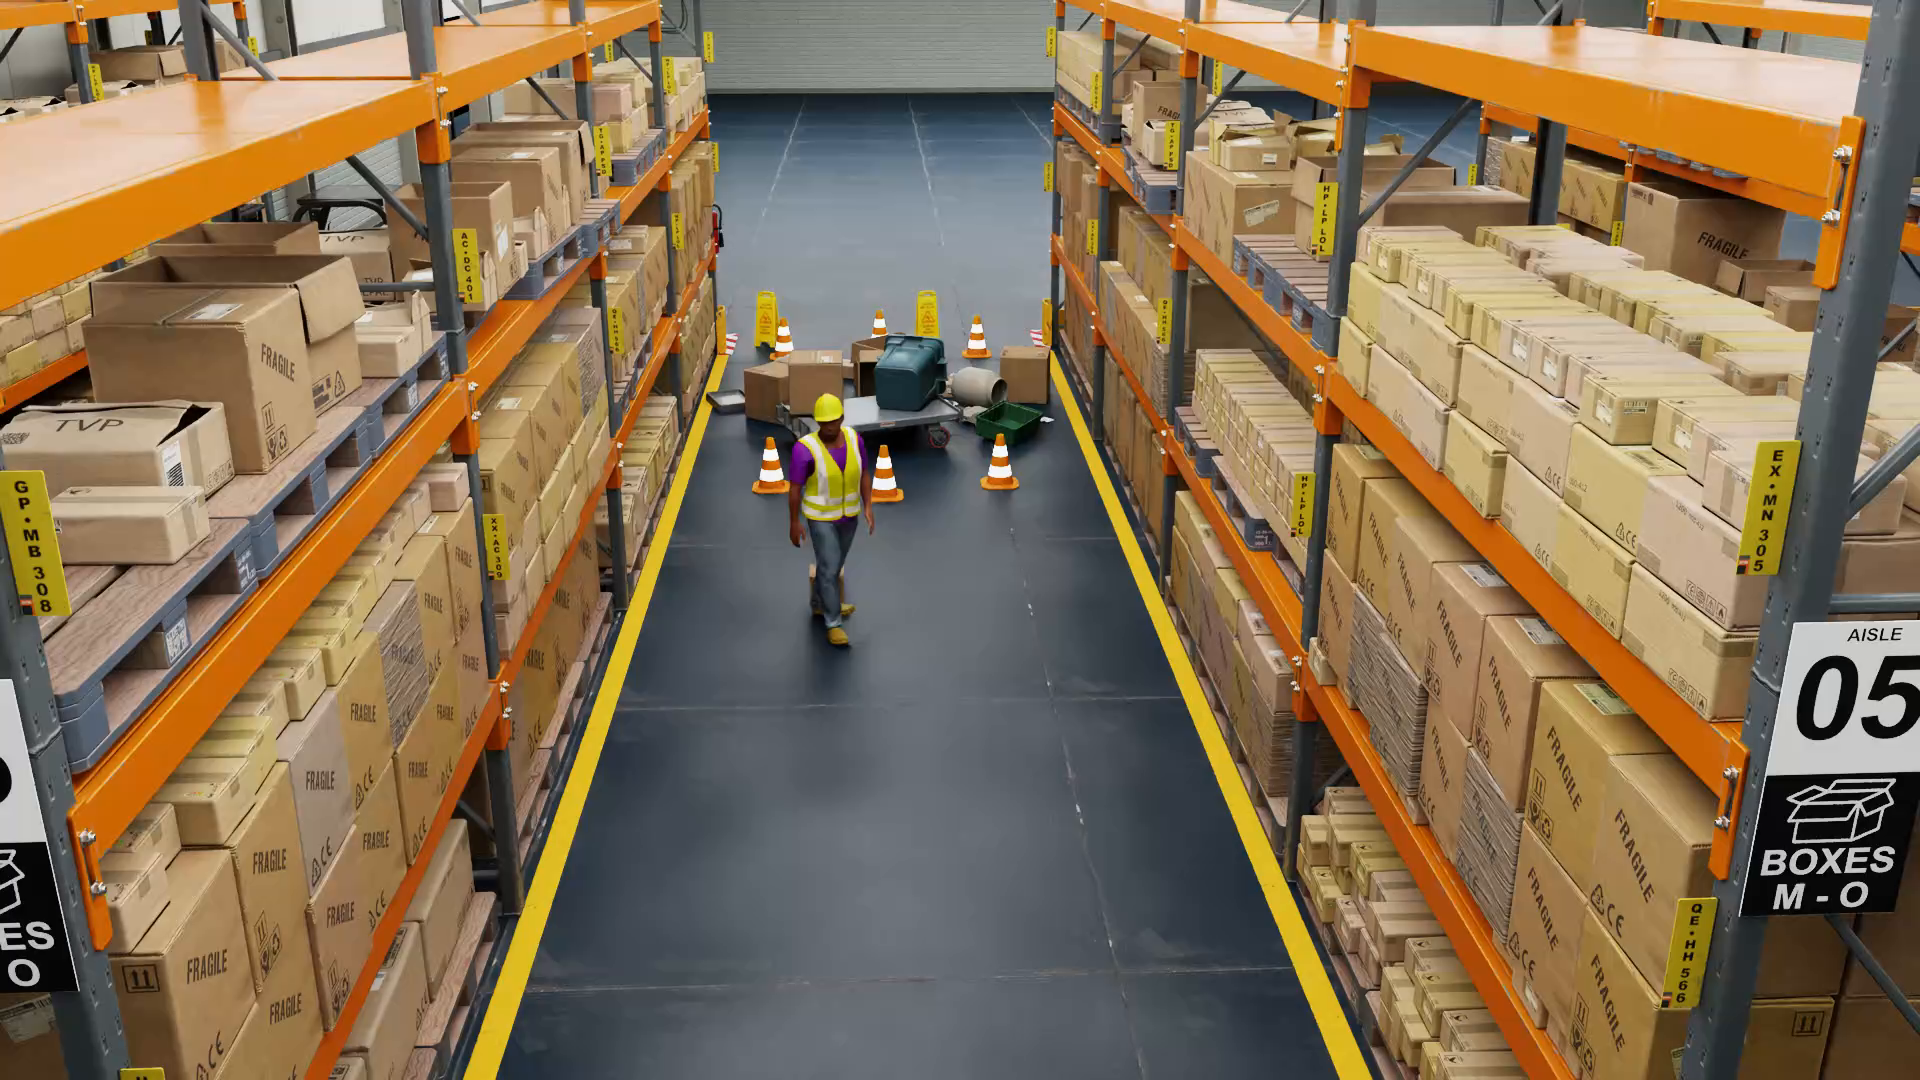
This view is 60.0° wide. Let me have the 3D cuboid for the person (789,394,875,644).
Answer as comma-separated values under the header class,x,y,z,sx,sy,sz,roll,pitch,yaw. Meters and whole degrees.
class,x,y,z,sx,sy,sz,roll,pitch,yaw
person,-0.904,-0.172,11.520,0.592,1.765,0.640,-15,25,-36
